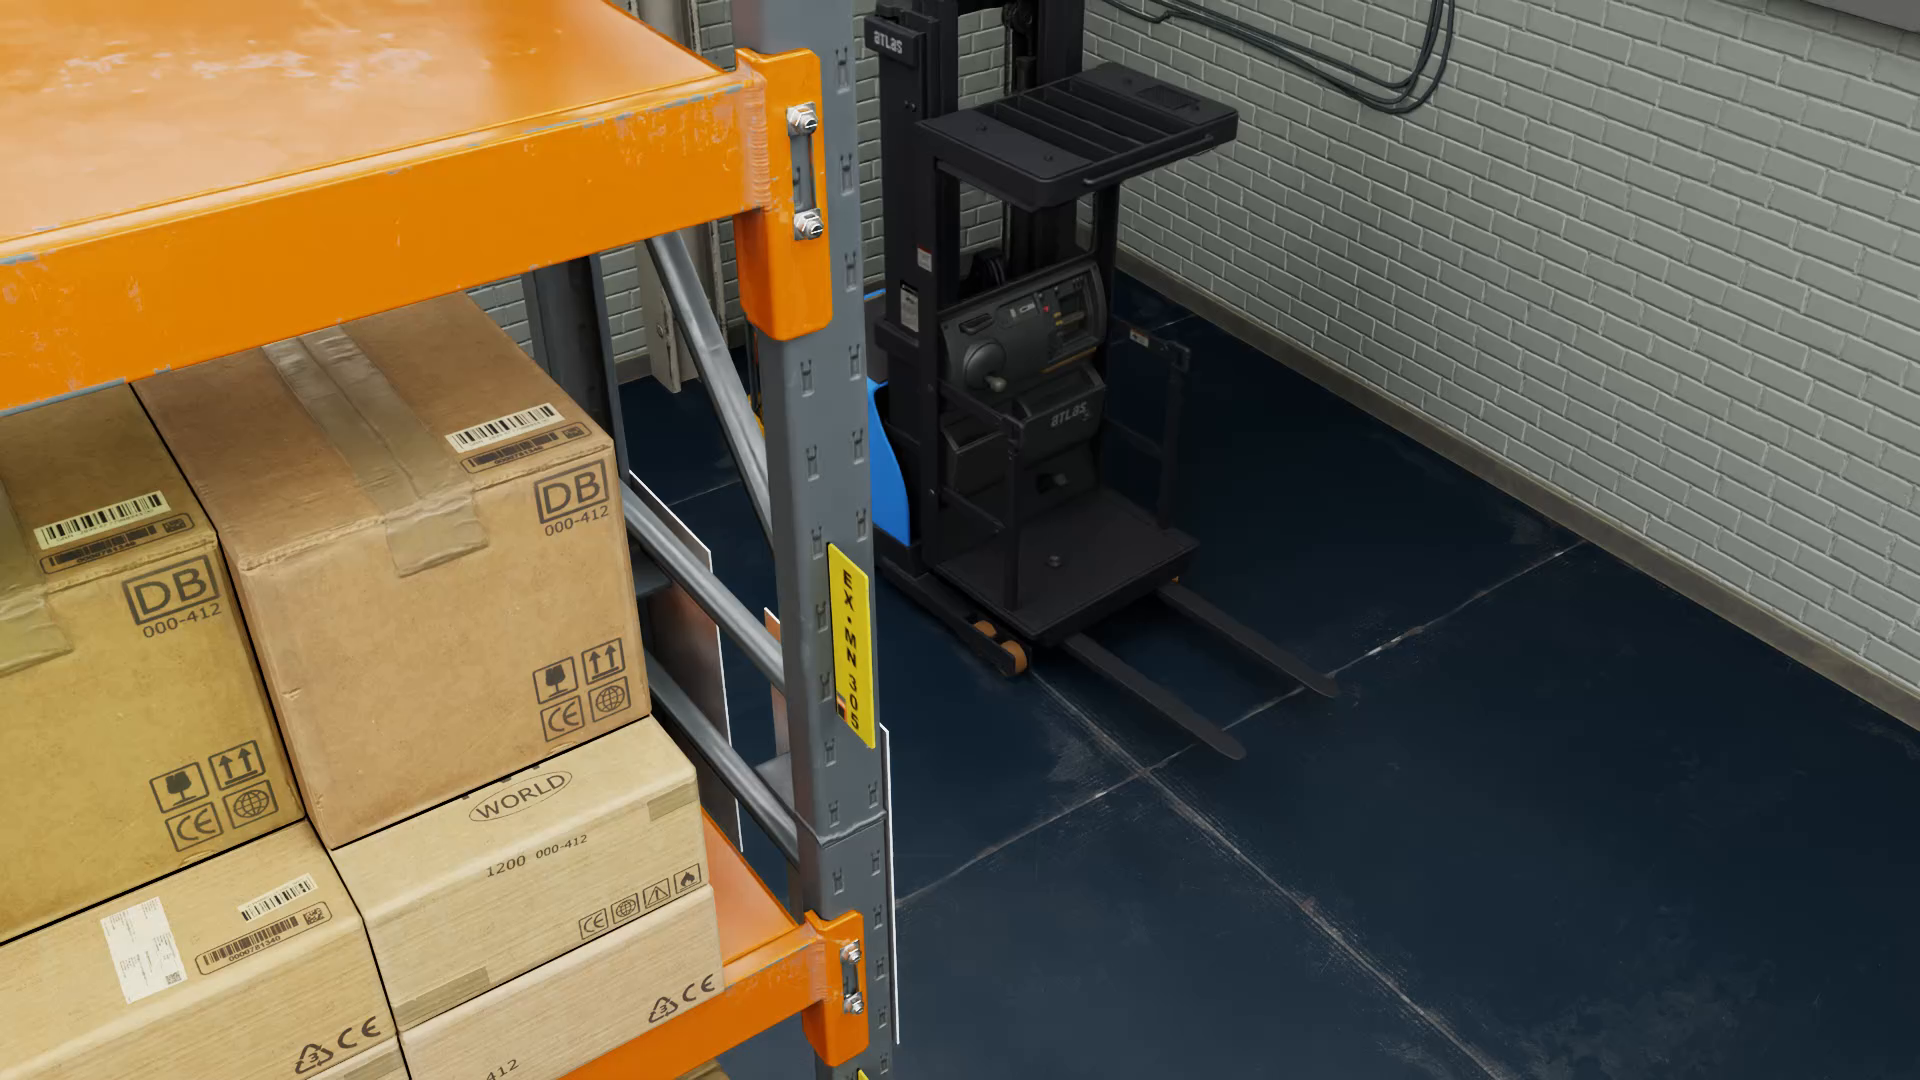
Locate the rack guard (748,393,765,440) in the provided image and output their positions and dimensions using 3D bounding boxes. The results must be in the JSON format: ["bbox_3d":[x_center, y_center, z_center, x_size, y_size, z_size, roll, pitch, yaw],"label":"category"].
[{"bbox_3d":[-1.005,-0.564,9.134,0.087,0.250,0.587,-19,40,-24],"label":"rack guard"}]

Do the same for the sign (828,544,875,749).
[{"bbox_3d":[-0.159,0.160,2.445,0.005,0.325,0.100,-22,41,-28],"label":"sign"}]

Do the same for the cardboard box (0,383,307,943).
[{"bbox_3d":[-1.330,0.110,2.331,0.500,0.500,0.700,-22,41,-28],"label":"cardboard box"}]

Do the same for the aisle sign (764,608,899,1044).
[{"bbox_3d":[-0.230,0.533,3.026,0.004,0.787,0.394,-22,41,-28],"label":"aisle sign"}]

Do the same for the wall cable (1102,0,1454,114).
[{"bbox_3d":[1.510,-3.804,8.805,0.112,2.526,3.097,-22,41,-28],"label":"wall cable"}]

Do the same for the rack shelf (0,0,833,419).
[{"bbox_3d":[-2.097,-0.004,1.481,4.000,0.370,1.077,-22,41,-28],"label":"rack shelf"}]

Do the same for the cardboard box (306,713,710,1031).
[{"bbox_3d":[-0.735,0.400,2.569,0.500,0.250,0.500,-22,41,-28],"label":"cardboard box"}]

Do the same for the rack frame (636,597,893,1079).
[{"bbox_3d":[-0.462,1.466,3.957,0.127,3.000,1.000,-22,41,-28],"label":"rack frame"}]

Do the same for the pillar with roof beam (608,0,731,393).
[{"bbox_3d":[0.870,-2.599,4.470,0.400,9.000,9.100,-22,41,-28],"label":"pillar with roof beam"}]

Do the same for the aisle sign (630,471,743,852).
[{"bbox_3d":[-0.575,0.247,3.424,0.004,0.787,0.394,-22,41,-28],"label":"aisle sign"}]

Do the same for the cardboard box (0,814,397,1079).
[{"bbox_3d":[-1.143,0.569,2.335,0.500,0.250,0.500,-22,41,-28],"label":"cardboard box"}]

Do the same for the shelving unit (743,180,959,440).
[{"bbox_3d":[-0.575,-1.219,8.973,1.083,1.500,0.587,-19,40,-24],"label":"shelving unit"}]

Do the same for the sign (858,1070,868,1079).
[{"bbox_3d":[-0.159,1.139,3.149,0.005,0.325,0.100,-22,41,-28],"label":"sign"}]

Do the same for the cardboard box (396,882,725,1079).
[{"bbox_3d":[-0.730,0.607,2.709,0.500,0.250,0.500,-22,41,-28],"label":"cardboard box"}]

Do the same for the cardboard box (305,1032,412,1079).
[{"bbox_3d":[-1.145,0.770,2.483,0.500,0.250,0.500,-22,41,-28],"label":"cardboard box"}]

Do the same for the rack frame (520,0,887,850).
[{"bbox_3d":[-0.462,-0.970,2.205,0.127,3.000,1.000,-22,41,-28],"label":"rack frame"}]

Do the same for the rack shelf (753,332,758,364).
[{"bbox_3d":[-0.583,-1.070,9.075,1.000,0.185,0.538,-19,40,-24],"label":"rack shelf"}]

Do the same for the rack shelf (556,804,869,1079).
[{"bbox_3d":[-2.097,1.213,2.356,4.000,0.370,1.077,-22,41,-28],"label":"rack shelf"}]

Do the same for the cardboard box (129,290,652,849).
[{"bbox_3d":[-0.872,-0.018,2.509,0.500,0.500,0.700,-22,41,-28],"label":"cardboard box"}]

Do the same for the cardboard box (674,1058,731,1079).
[{"bbox_3d":[-0.667,1.300,3.245,0.500,0.500,0.500,-23,42,-28],"label":"cardboard box"}]

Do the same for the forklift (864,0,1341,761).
[{"bbox_3d":[0.432,-0.893,7.295,1.130,2.935,3.031,-26,43,-32],"label":"forklift"}]

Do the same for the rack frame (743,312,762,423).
[{"bbox_3d":[-1.022,-1.066,8.761,0.032,1.500,0.500,-19,40,-24],"label":"rack frame"}]
